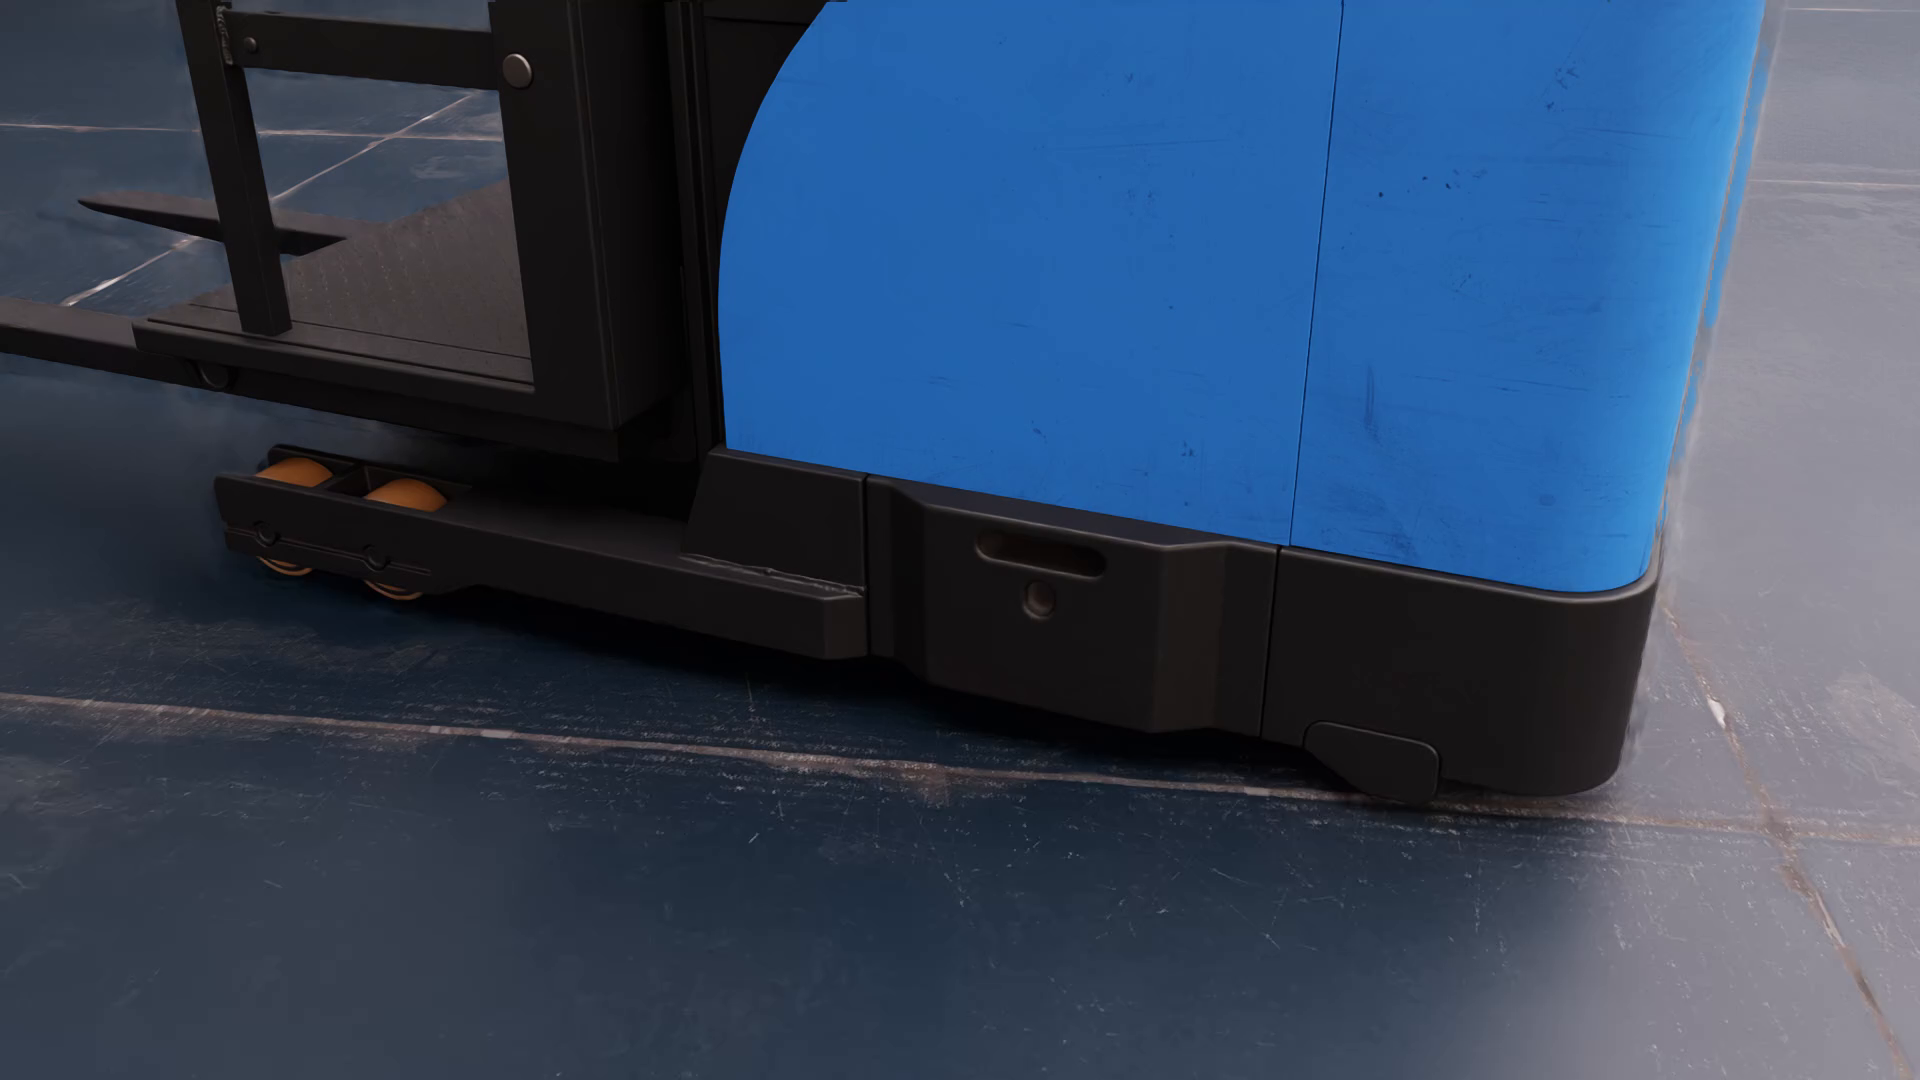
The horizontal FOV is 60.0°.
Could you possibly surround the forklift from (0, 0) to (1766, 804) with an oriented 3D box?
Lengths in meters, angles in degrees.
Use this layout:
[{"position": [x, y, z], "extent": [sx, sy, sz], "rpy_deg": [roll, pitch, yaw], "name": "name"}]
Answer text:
[{"position": [-0.507, -1.432, 2.087], "extent": [3.031, 2.935, 1.130], "rpy_deg": [11, 28, 20], "name": "forklift"}]
